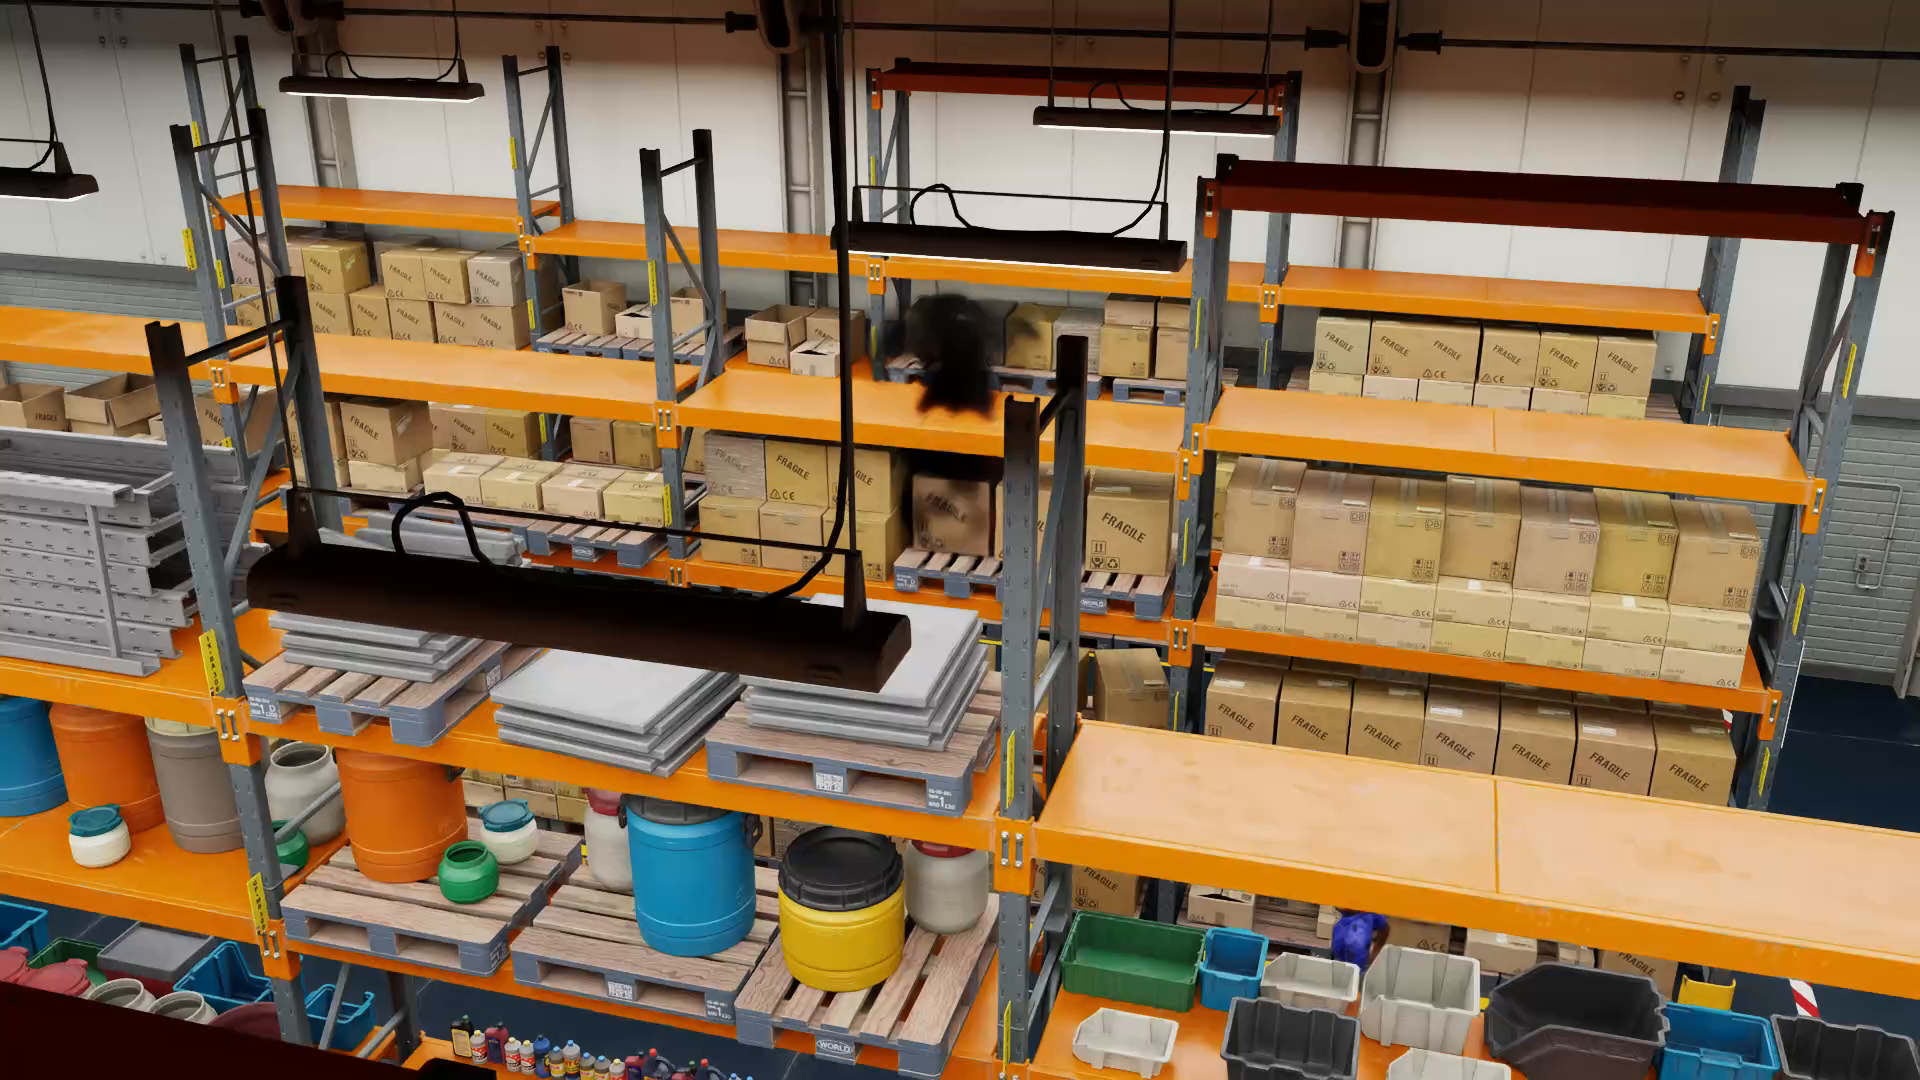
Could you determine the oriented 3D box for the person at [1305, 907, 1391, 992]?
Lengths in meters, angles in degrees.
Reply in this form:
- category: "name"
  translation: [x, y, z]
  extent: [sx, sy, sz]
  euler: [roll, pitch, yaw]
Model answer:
- category: "person"
  translation: [2.691, 3.061, 11.335]
  extent: [0.803, 1.530, 0.474]
  euler: [3, 23, 6]
